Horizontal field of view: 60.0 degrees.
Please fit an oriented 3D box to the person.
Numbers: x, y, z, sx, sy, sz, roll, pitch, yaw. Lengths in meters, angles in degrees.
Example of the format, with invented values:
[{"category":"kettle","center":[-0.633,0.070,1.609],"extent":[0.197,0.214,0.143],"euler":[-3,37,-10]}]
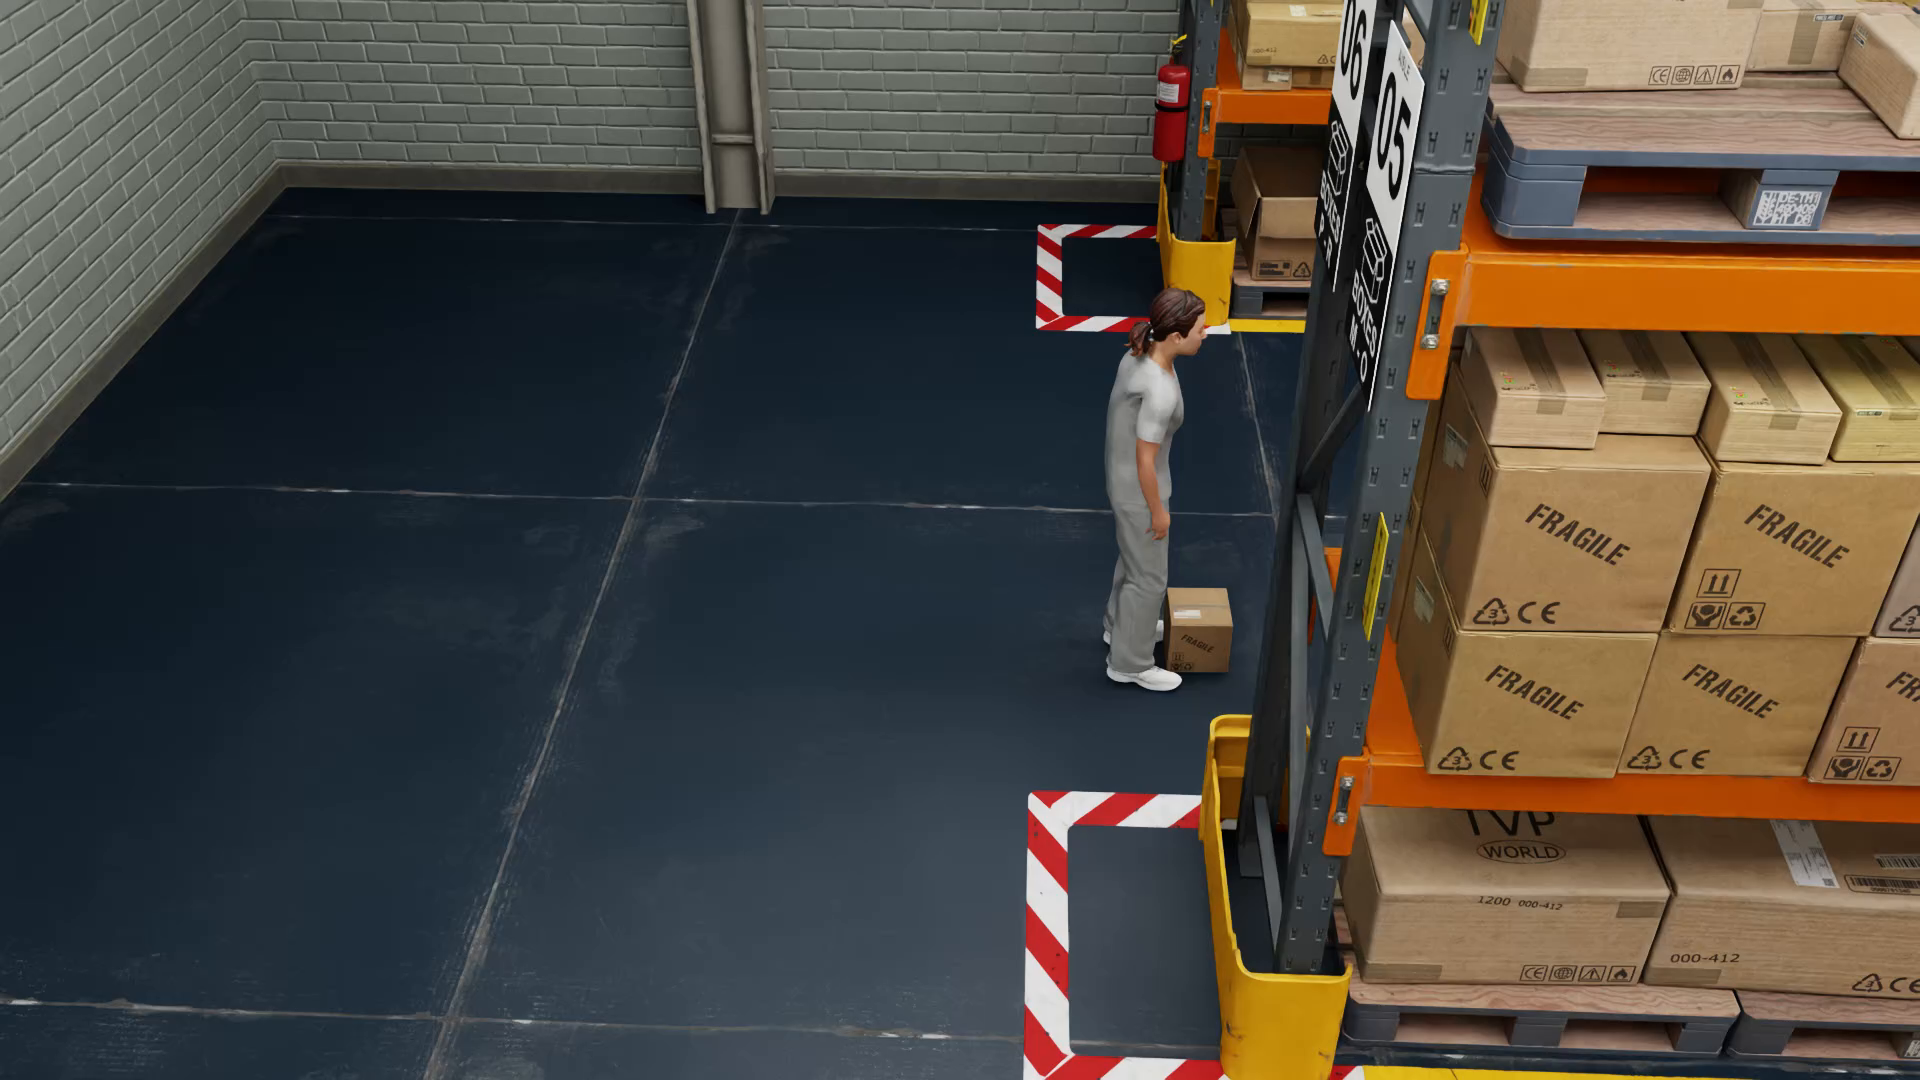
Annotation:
[{"category":"person","center":[0.729,-0.206,6.434],"extent":[0.353,1.673,0.493],"euler":[1,36,2]}]
